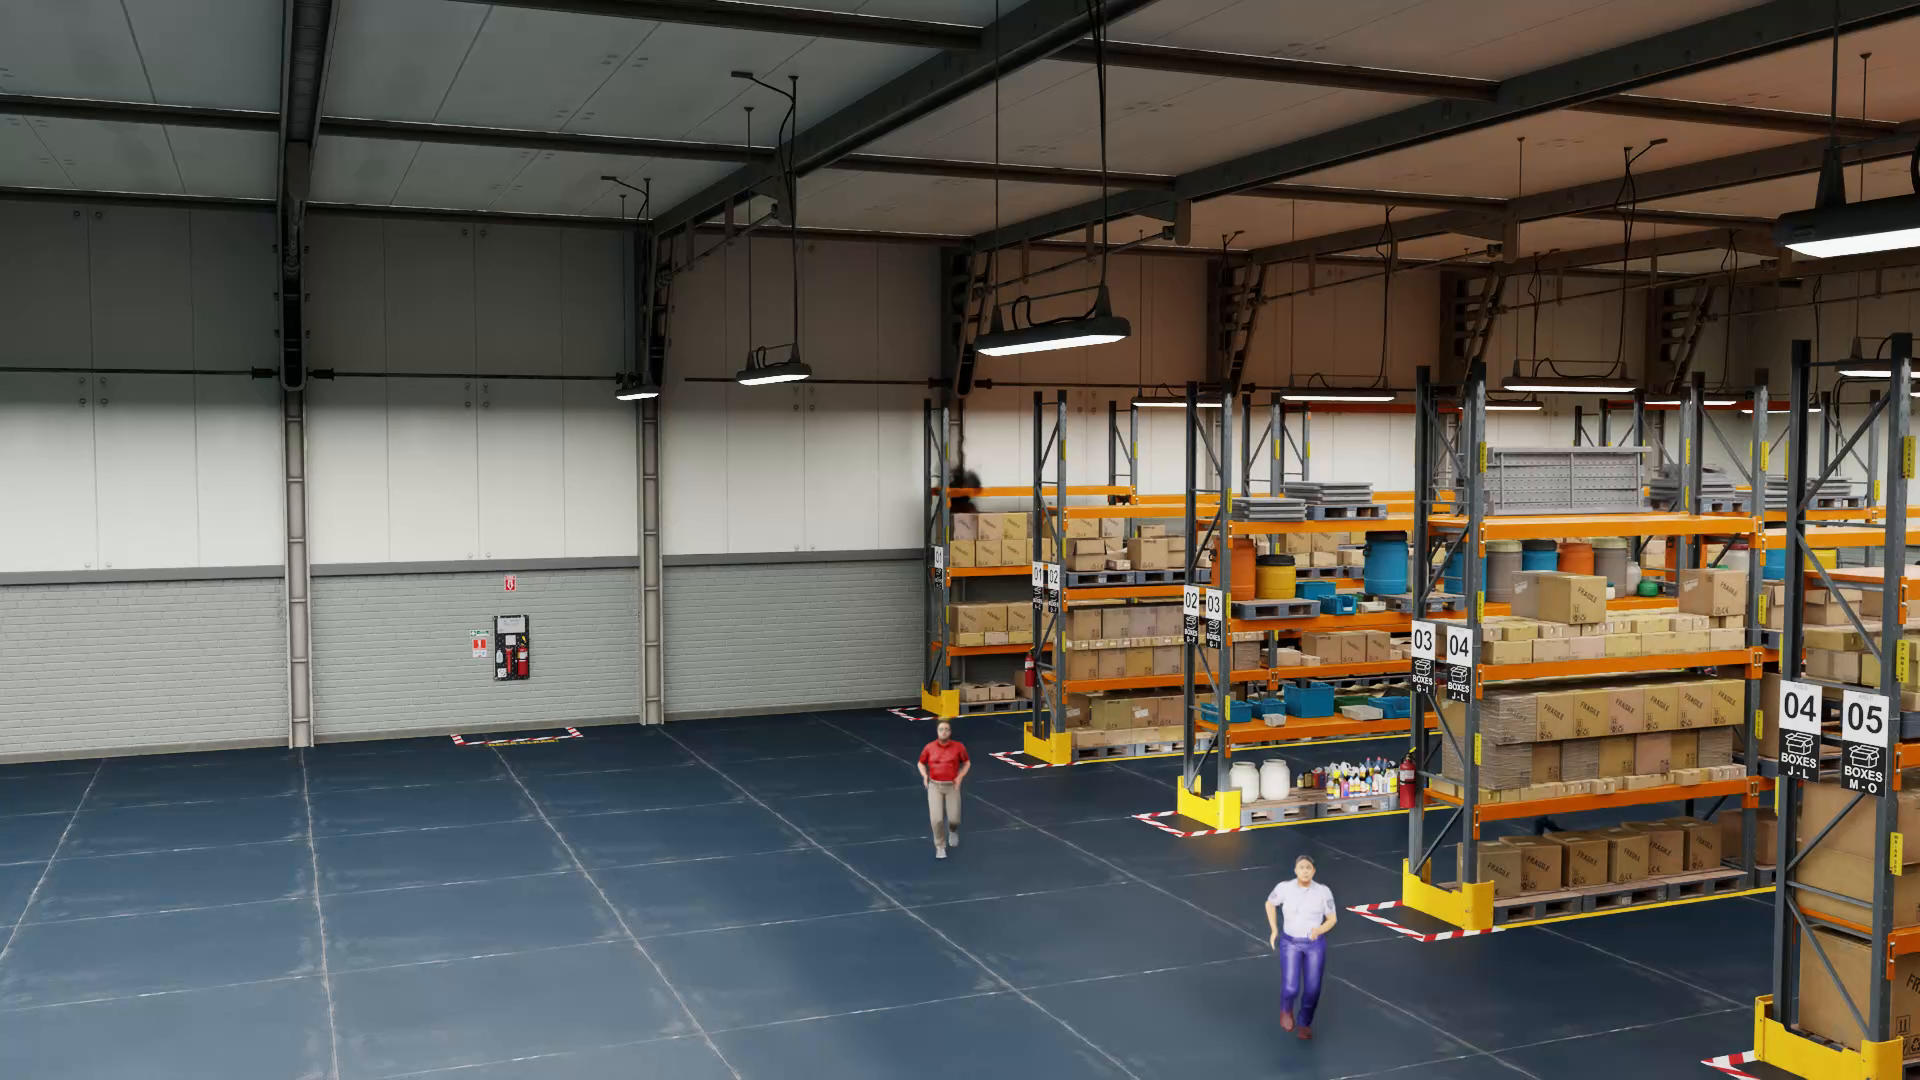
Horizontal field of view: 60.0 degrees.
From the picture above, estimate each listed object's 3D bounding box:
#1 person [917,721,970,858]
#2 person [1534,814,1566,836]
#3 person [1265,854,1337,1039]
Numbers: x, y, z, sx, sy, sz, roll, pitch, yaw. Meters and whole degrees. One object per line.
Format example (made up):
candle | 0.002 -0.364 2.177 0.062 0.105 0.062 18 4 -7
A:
person | -0.204 3.100 20.768 0.661 1.672 0.608 0 3 1
person | 7.198 3.146 20.475 0.879 1.593 0.540 -2 4 -30
person | 2.935 3.512 14.282 0.587 1.606 0.574 0 3 6
